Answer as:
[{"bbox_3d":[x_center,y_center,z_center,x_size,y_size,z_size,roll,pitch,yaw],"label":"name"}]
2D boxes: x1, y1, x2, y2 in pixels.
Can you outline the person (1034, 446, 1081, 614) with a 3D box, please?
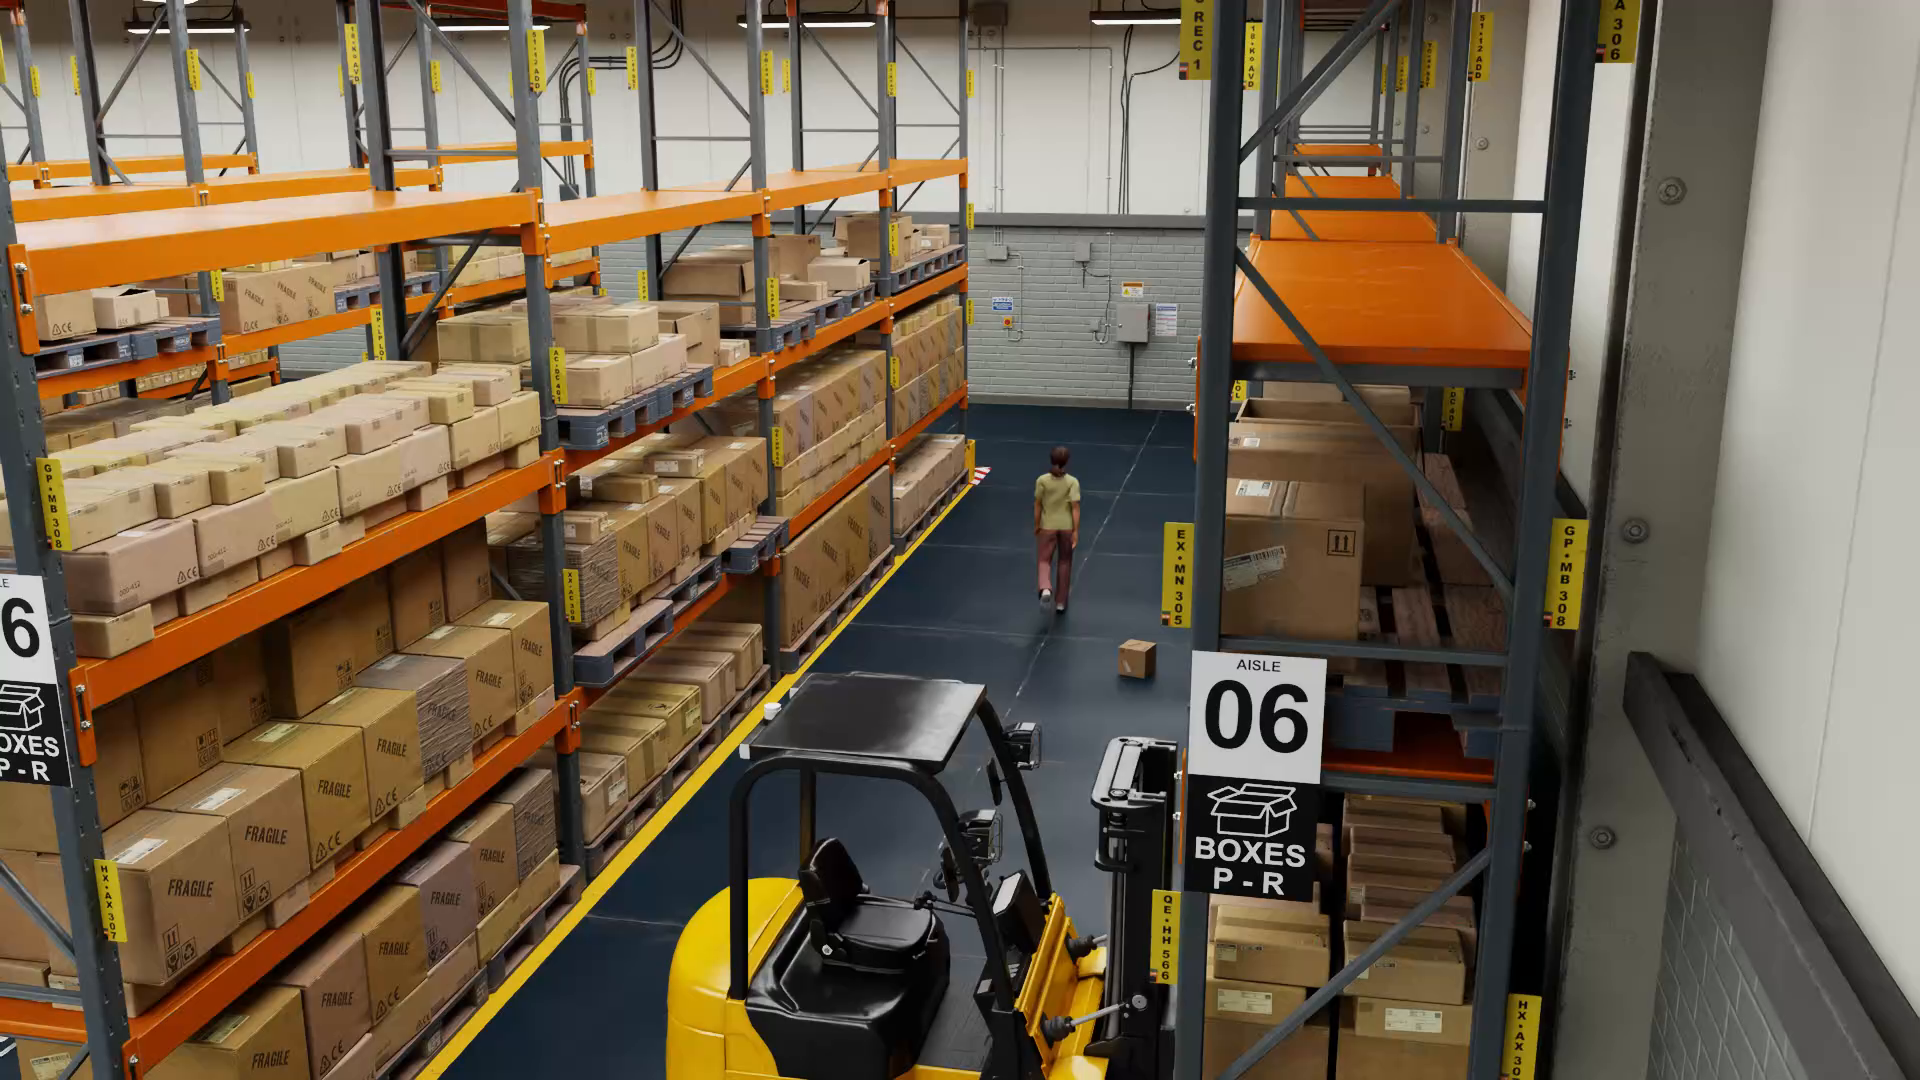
[{"bbox_3d":[0.921,-0.087,15.811,0.442,1.640,0.803,1,15,4],"label":"person"}]
